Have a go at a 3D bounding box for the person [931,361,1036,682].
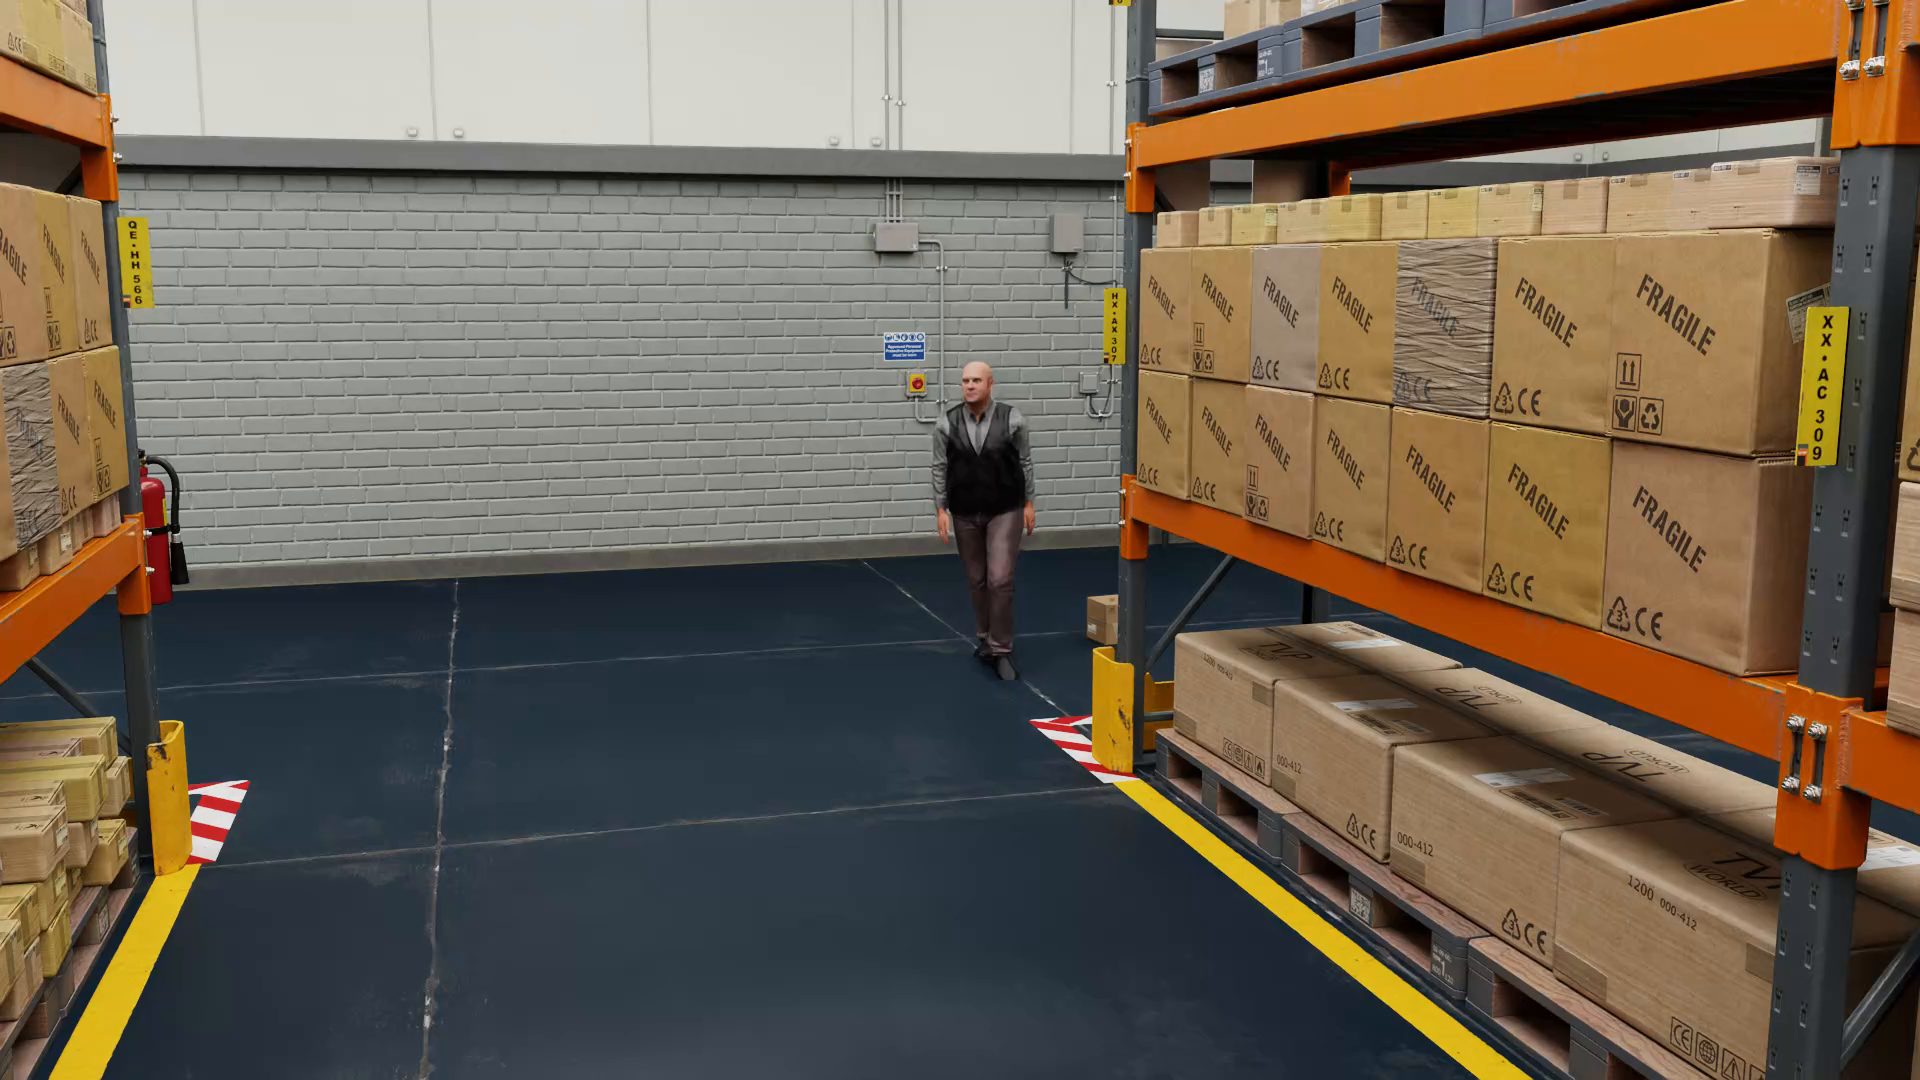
[{"bbox_3d":[0.127,-0.118,9.276,0.556,1.758,0.633,2,9,14],"label":"person"}]
